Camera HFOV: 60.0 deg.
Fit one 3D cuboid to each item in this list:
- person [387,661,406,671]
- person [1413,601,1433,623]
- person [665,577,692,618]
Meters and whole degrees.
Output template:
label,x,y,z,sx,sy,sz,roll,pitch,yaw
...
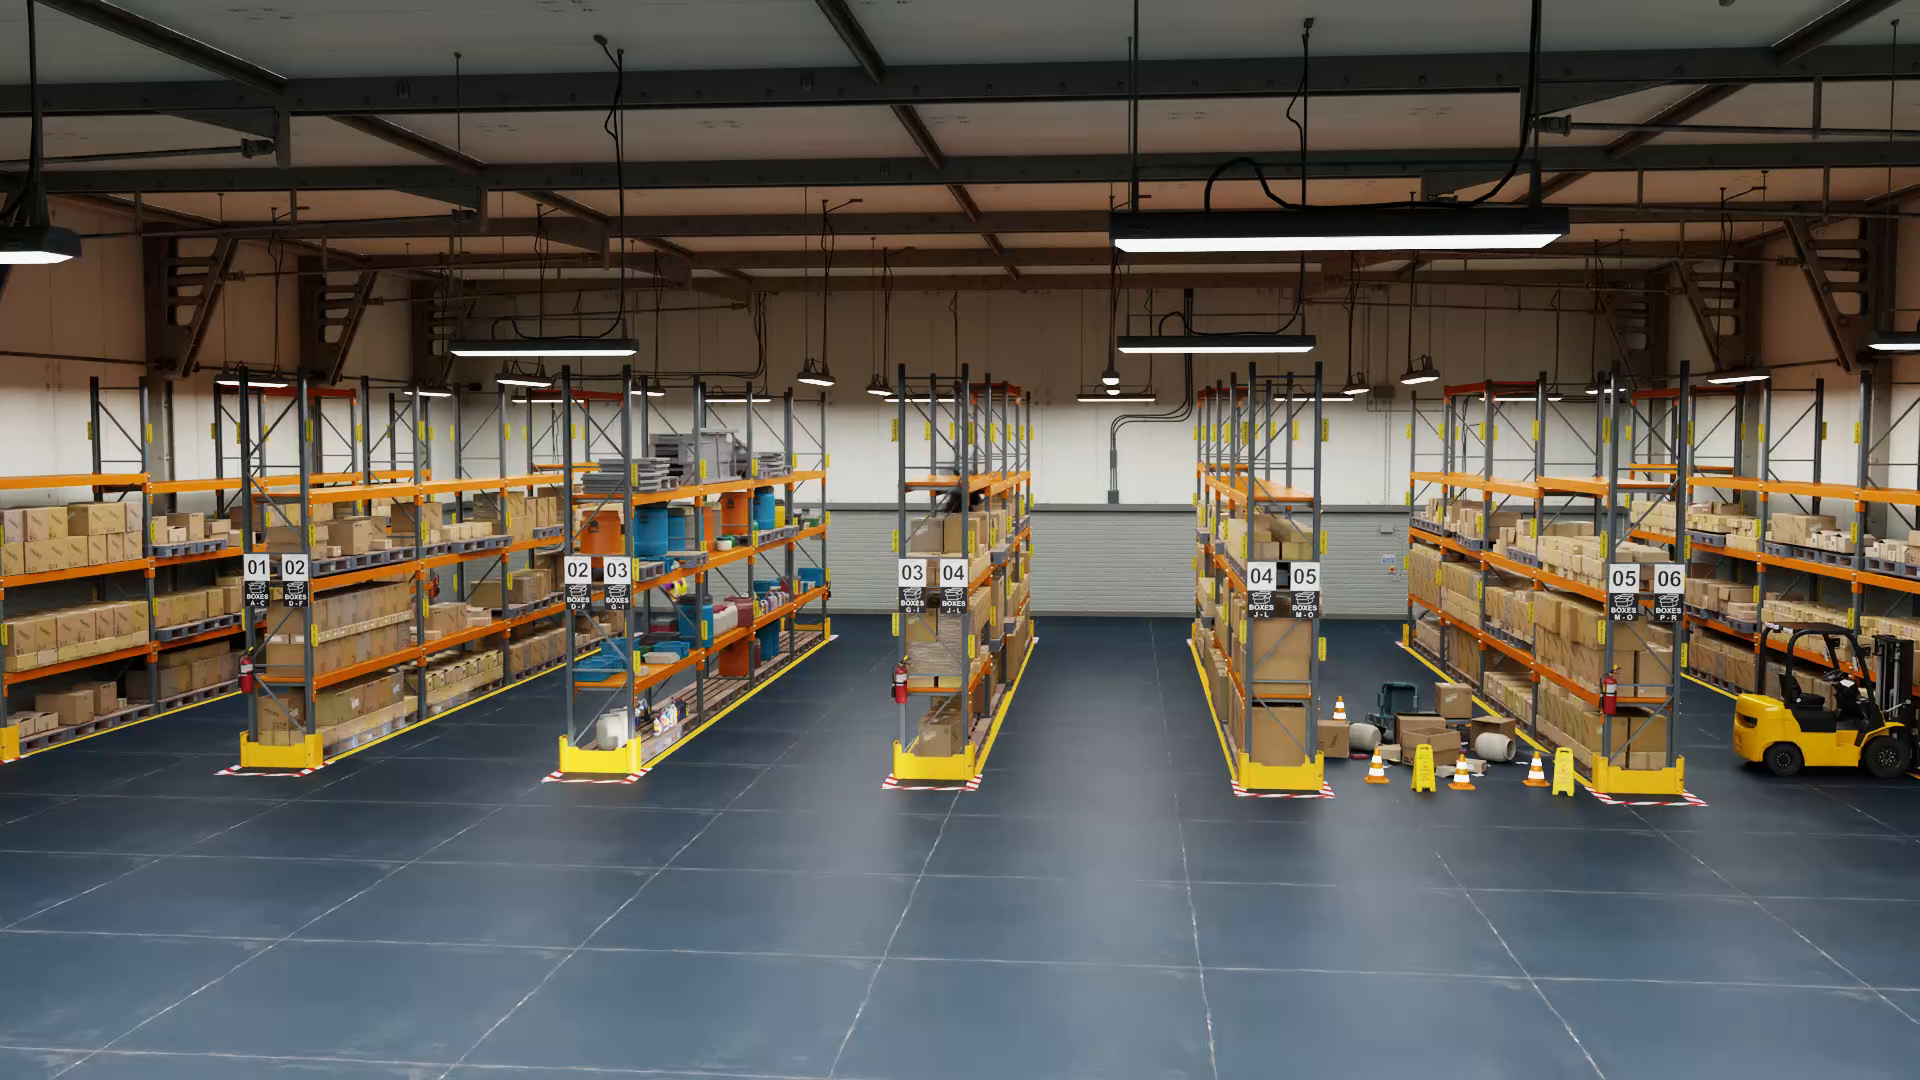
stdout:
label,x,y,z,sx,sy,sz,roll,pitch,yaw
person,-10.999,2.013,32.272,0.695,1.780,1.046,0,4,-3
person,11.256,1.557,40.294,0.739,1.749,0.717,2,4,33
person,-6.993,1.530,41.142,0.759,1.797,0.835,-2,4,-33
